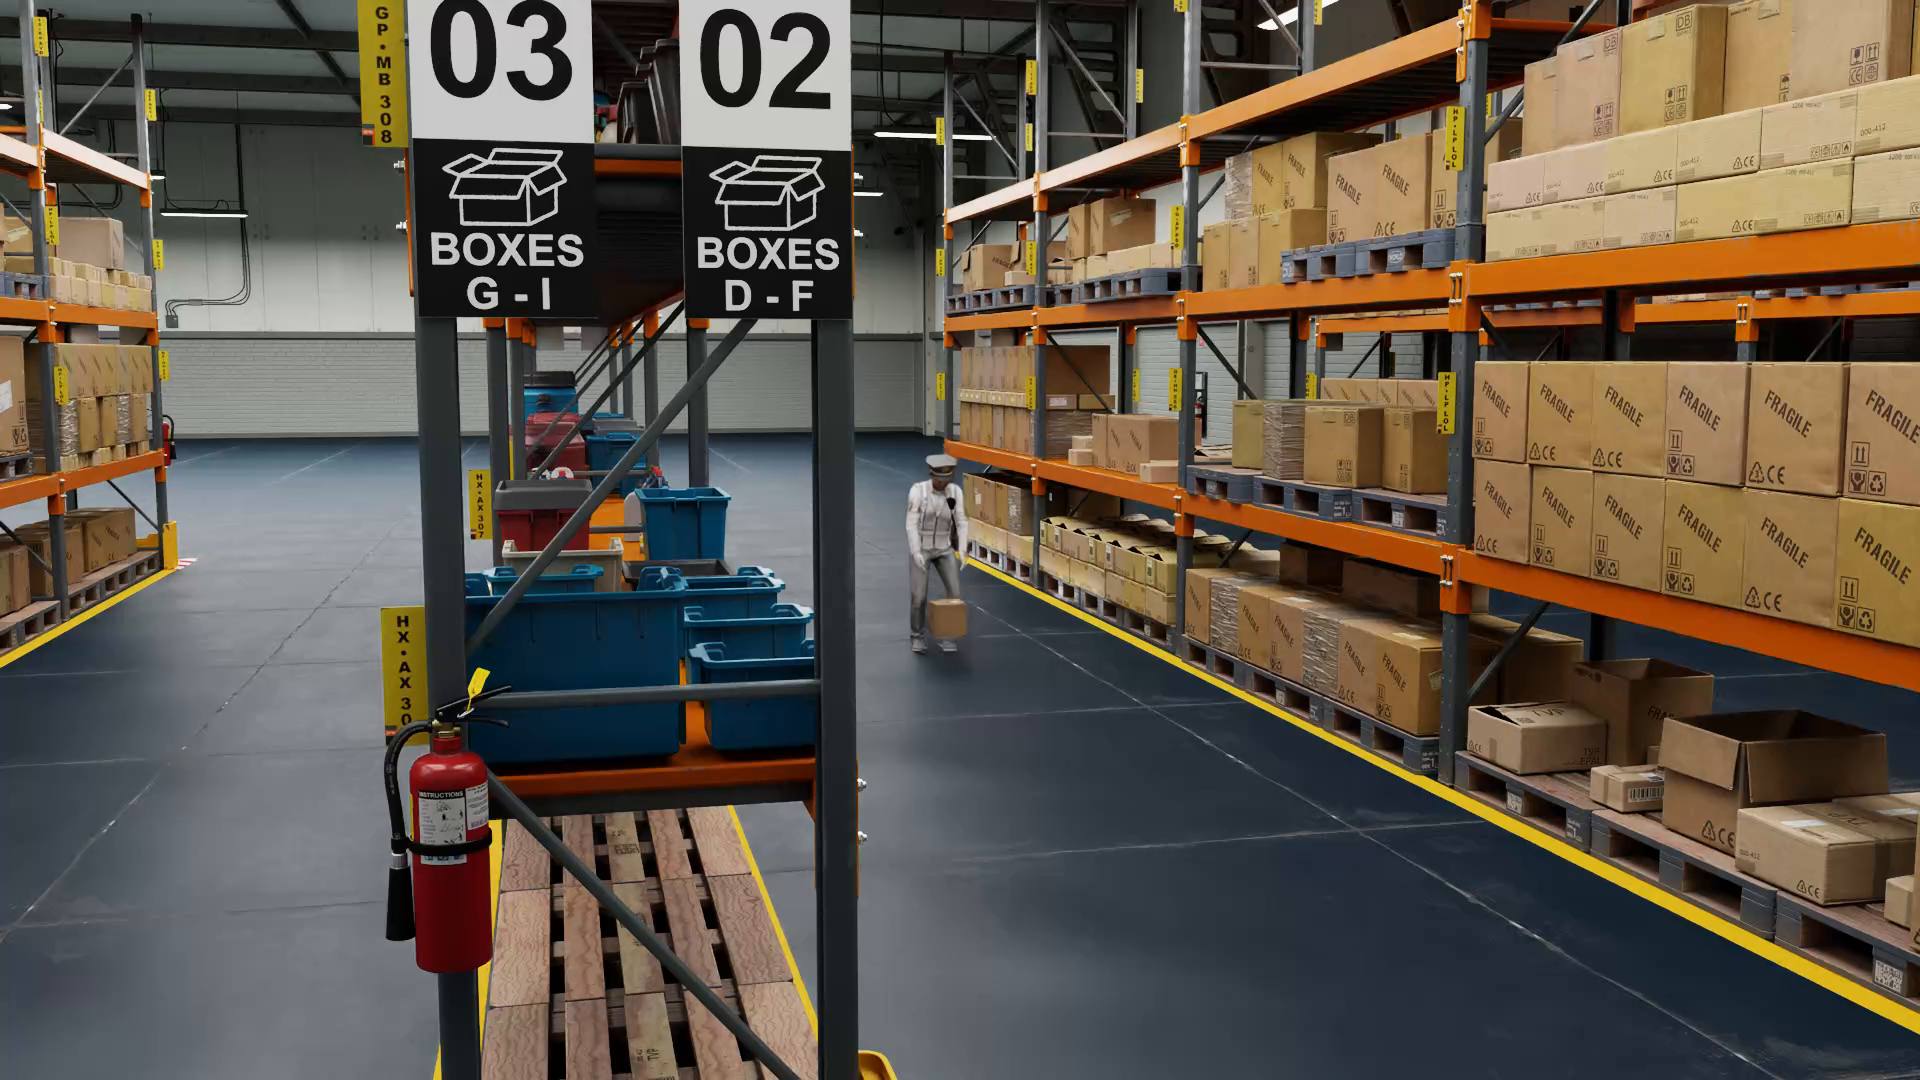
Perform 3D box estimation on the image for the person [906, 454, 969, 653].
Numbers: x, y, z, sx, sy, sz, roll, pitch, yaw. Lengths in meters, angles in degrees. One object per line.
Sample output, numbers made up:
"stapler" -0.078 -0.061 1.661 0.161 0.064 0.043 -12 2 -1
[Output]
"person" -0.178 0.103 13.201 0.516 1.576 0.526 -1 6 -12
